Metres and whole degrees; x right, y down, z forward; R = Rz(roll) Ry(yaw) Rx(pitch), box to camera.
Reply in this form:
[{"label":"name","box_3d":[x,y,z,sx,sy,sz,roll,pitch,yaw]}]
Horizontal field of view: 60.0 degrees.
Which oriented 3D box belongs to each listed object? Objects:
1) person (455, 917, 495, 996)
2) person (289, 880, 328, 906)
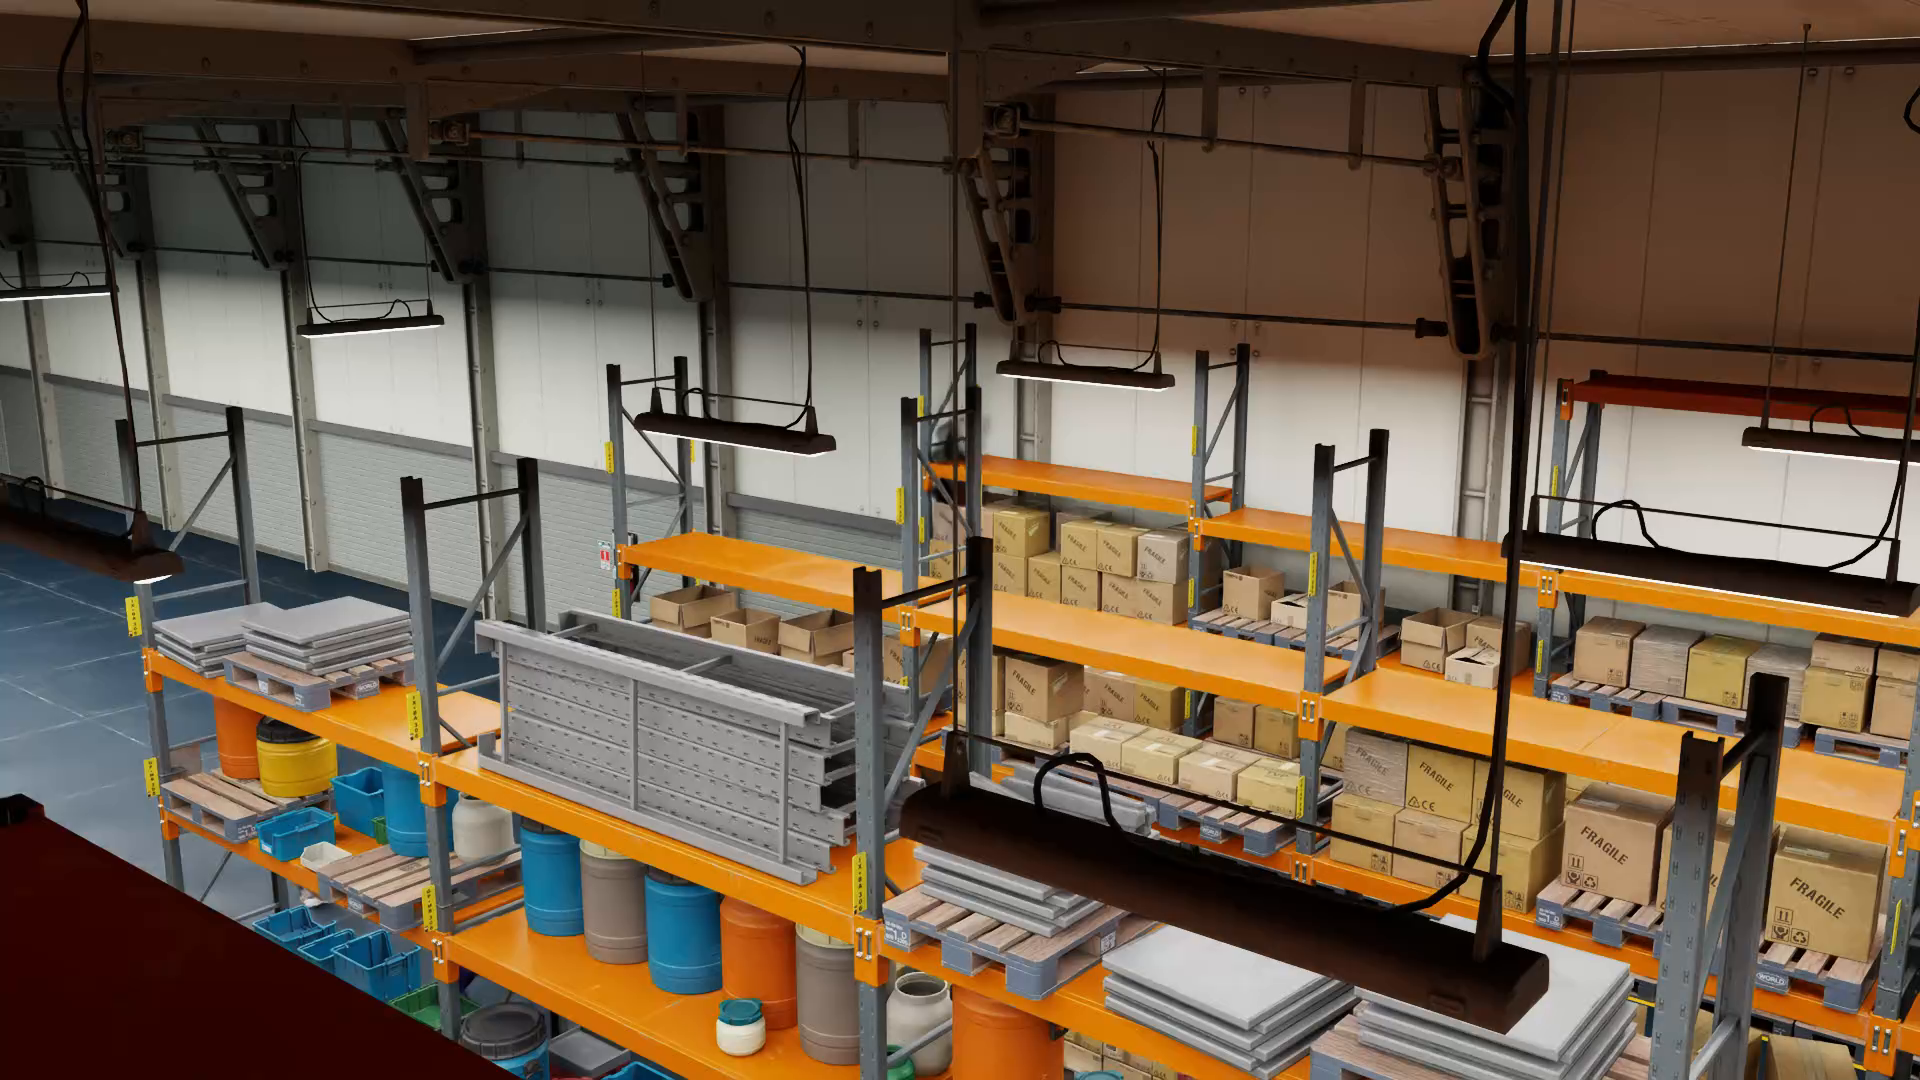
[{"label":"person","box_3d":[-4.567,3.908,15.299,0.823,1.603,0.620,8,15,30]},{"label":"person","box_3d":[-7.266,3.241,18.144,0.688,1.626,0.553,-6,14,-26]}]
